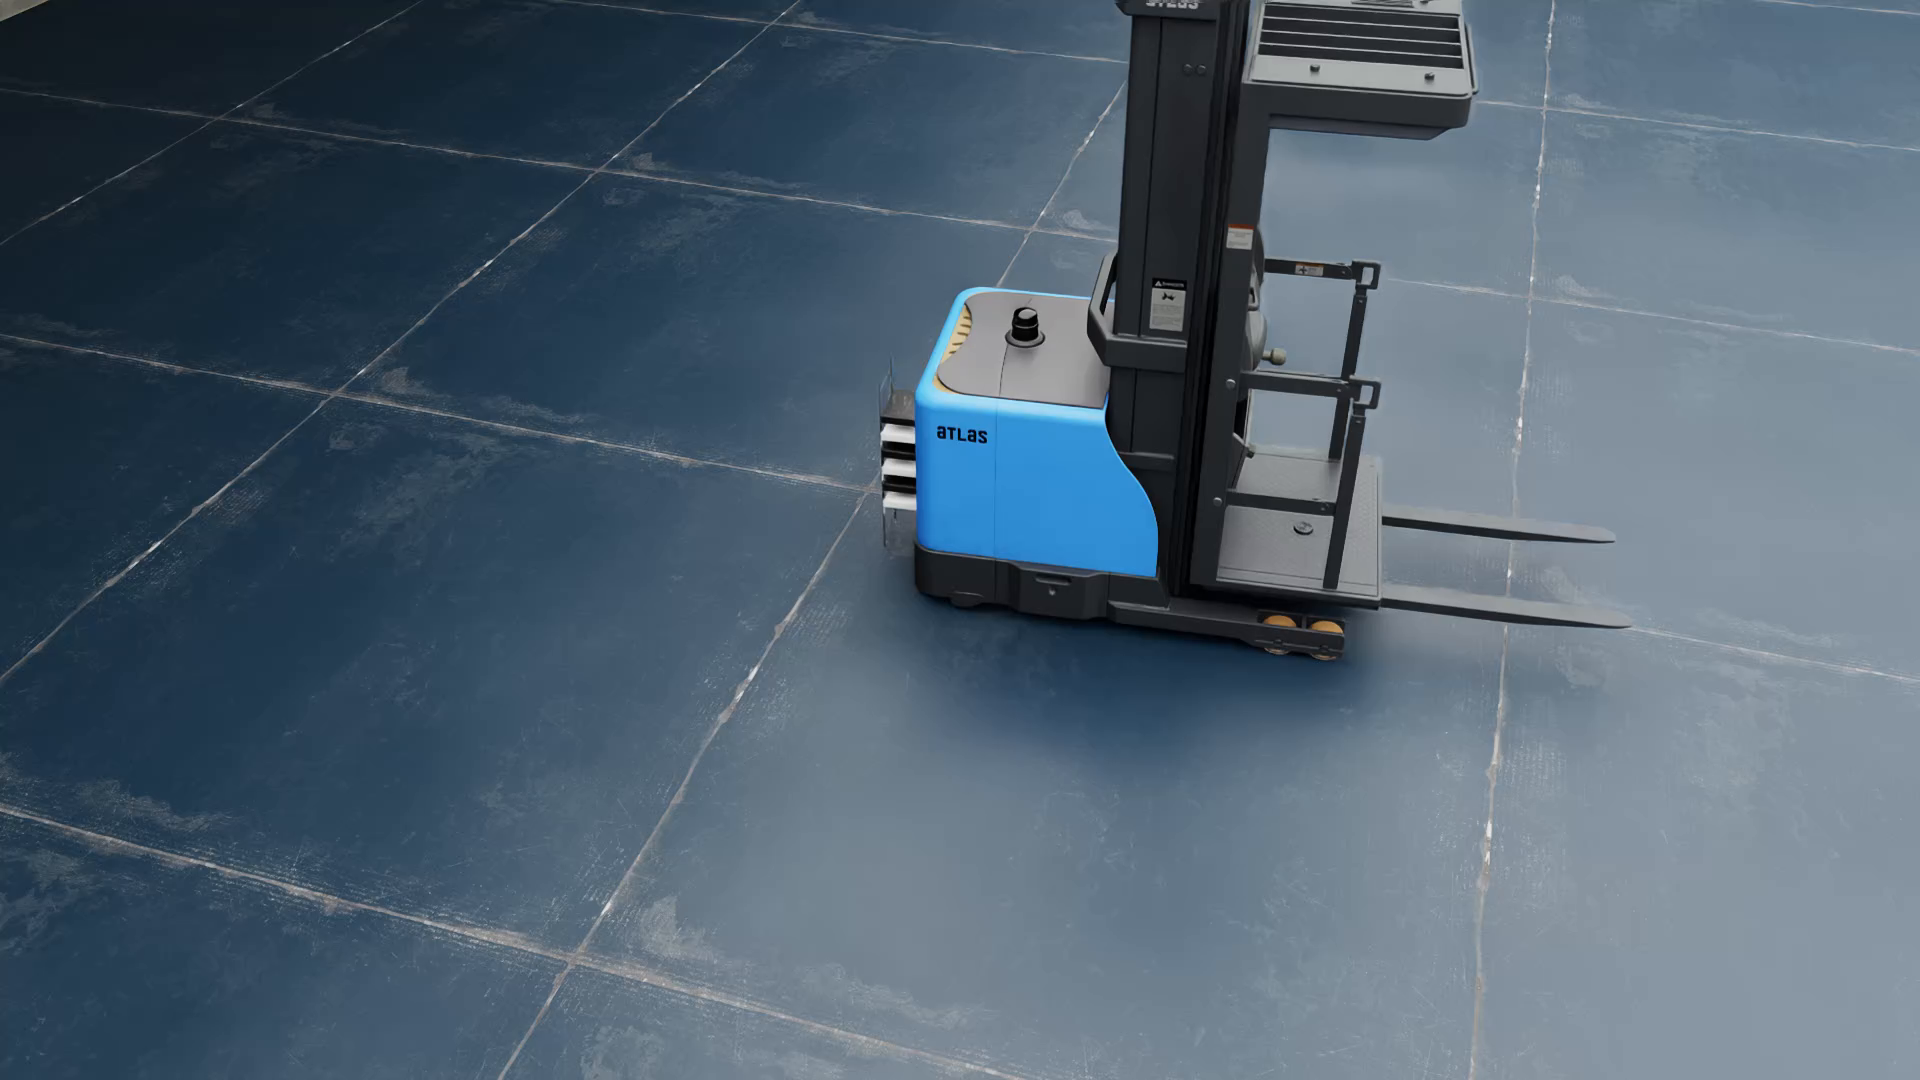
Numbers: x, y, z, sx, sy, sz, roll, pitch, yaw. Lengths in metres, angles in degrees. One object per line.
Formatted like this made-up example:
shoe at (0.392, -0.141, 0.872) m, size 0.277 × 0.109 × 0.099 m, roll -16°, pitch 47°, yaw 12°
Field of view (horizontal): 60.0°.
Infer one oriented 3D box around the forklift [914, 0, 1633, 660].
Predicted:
forklift at (1.369, -1.016, 6.658) m, size 3.031 × 2.935 × 1.130 m, roll 7°, pitch 37°, yaw 9°

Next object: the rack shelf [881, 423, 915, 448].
rack shelf at (-0.227, -0.499, 7.422) m, size 0.200 × 0.077 × 0.258 m, roll 7°, pitch 37°, yaw 9°

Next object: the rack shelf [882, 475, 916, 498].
rack shelf at (-0.227, -0.282, 7.582) m, size 0.200 × 0.077 × 0.258 m, roll 7°, pitch 37°, yaw 9°

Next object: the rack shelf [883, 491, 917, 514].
rack shelf at (-0.227, -0.210, 7.635) m, size 0.200 × 0.077 × 0.258 m, roll 7°, pitch 37°, yaw 9°

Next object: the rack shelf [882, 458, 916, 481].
rack shelf at (-0.227, -0.354, 7.529) m, size 0.200 × 0.077 × 0.258 m, roll 7°, pitch 37°, yaw 9°

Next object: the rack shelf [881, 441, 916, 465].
rack shelf at (-0.227, -0.427, 7.475) m, size 0.200 × 0.077 × 0.258 m, roll 7°, pitch 37°, yaw 9°

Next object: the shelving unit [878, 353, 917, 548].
shelving unit at (-0.227, -0.381, 7.509) m, size 0.210 × 0.900 × 0.258 m, roll 7°, pitch 37°, yaw 9°

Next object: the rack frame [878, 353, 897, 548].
rack frame at (-0.326, -0.393, 7.525) m, size 0.006 × 0.900 × 0.240 m, roll 7°, pitch 37°, yaw 9°

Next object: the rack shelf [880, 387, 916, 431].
rack shelf at (-0.227, -0.572, 7.369) m, size 0.200 × 0.077 × 0.258 m, roll 7°, pitch 37°, yaw 9°
